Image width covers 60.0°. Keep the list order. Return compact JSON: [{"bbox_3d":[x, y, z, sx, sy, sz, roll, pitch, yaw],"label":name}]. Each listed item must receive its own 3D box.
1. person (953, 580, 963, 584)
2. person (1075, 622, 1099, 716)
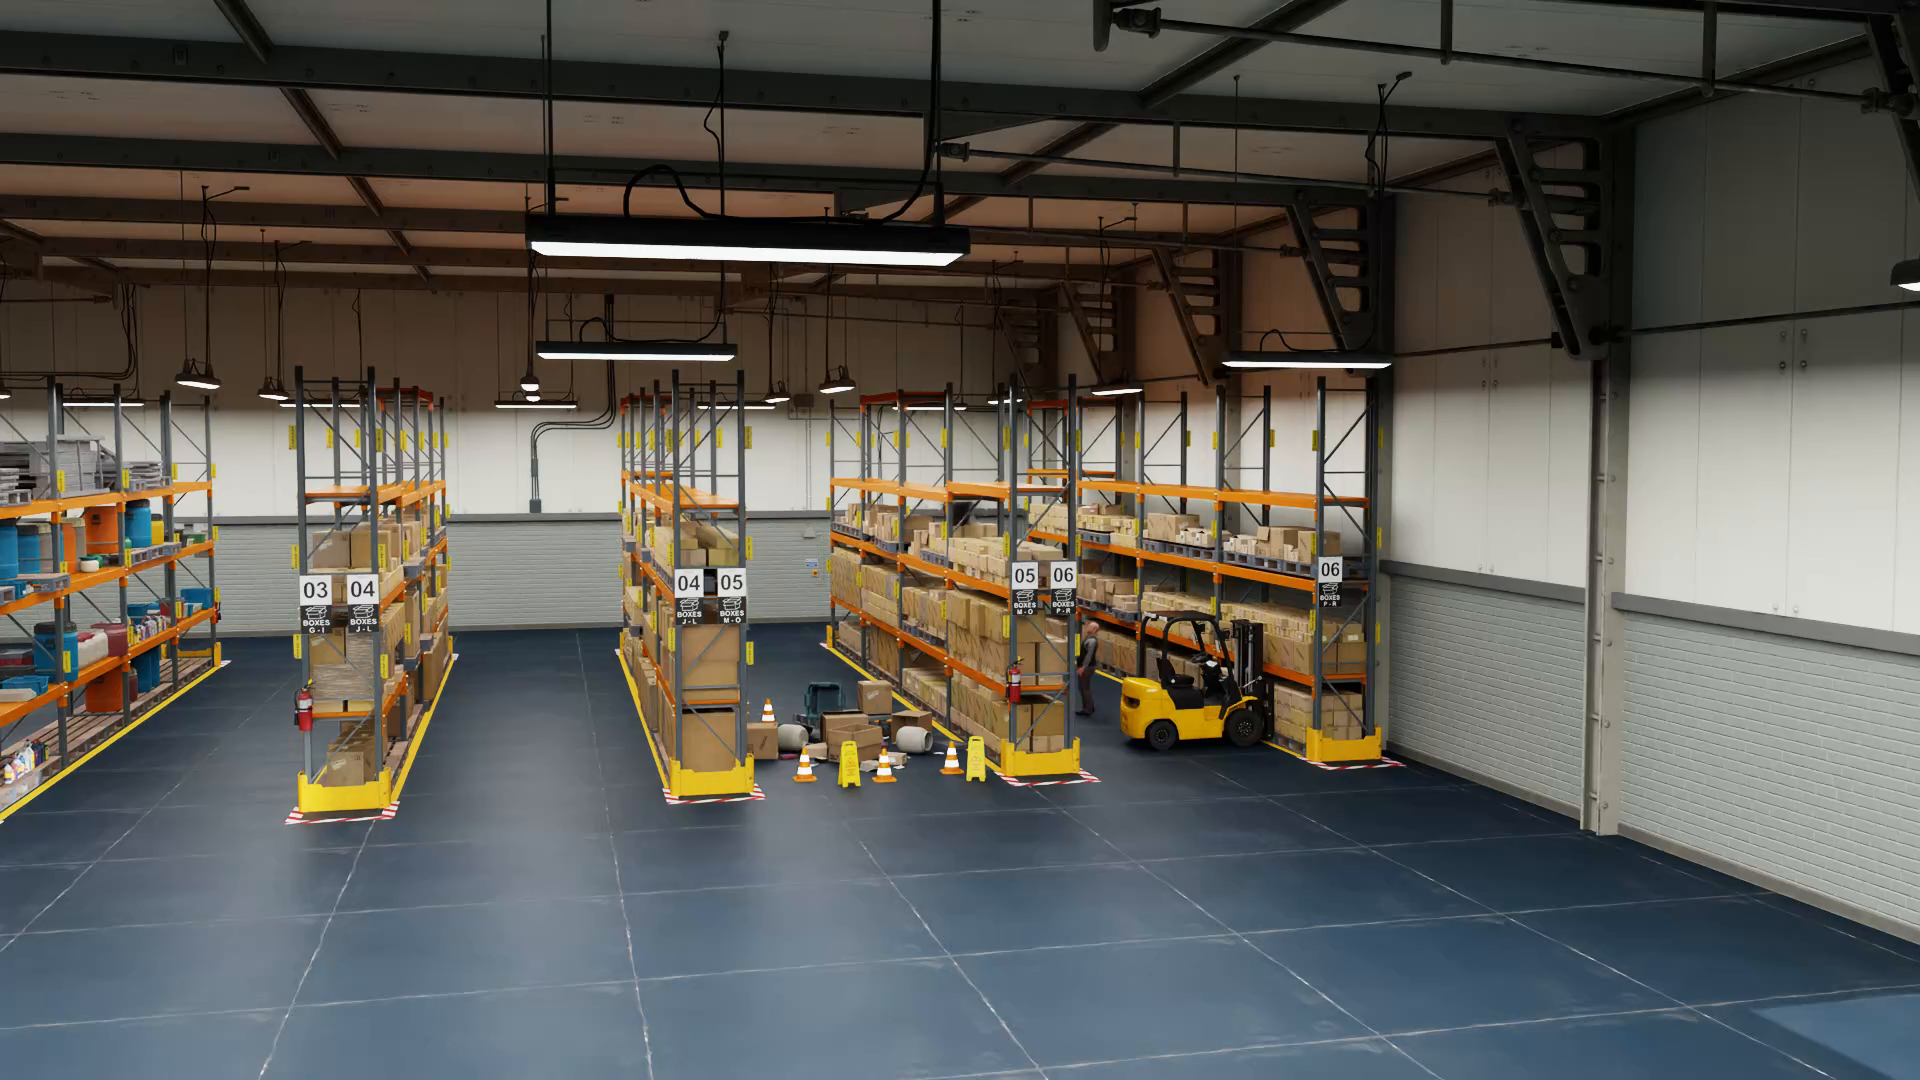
[{"bbox_3d":[-0.102,1.545,42.998,0.530,1.754,0.511,-1,4,-19],"label":"person"},{"bbox_3d":[2.290,2.366,30.295,0.504,1.731,0.606,1,4,22],"label":"person"}]
